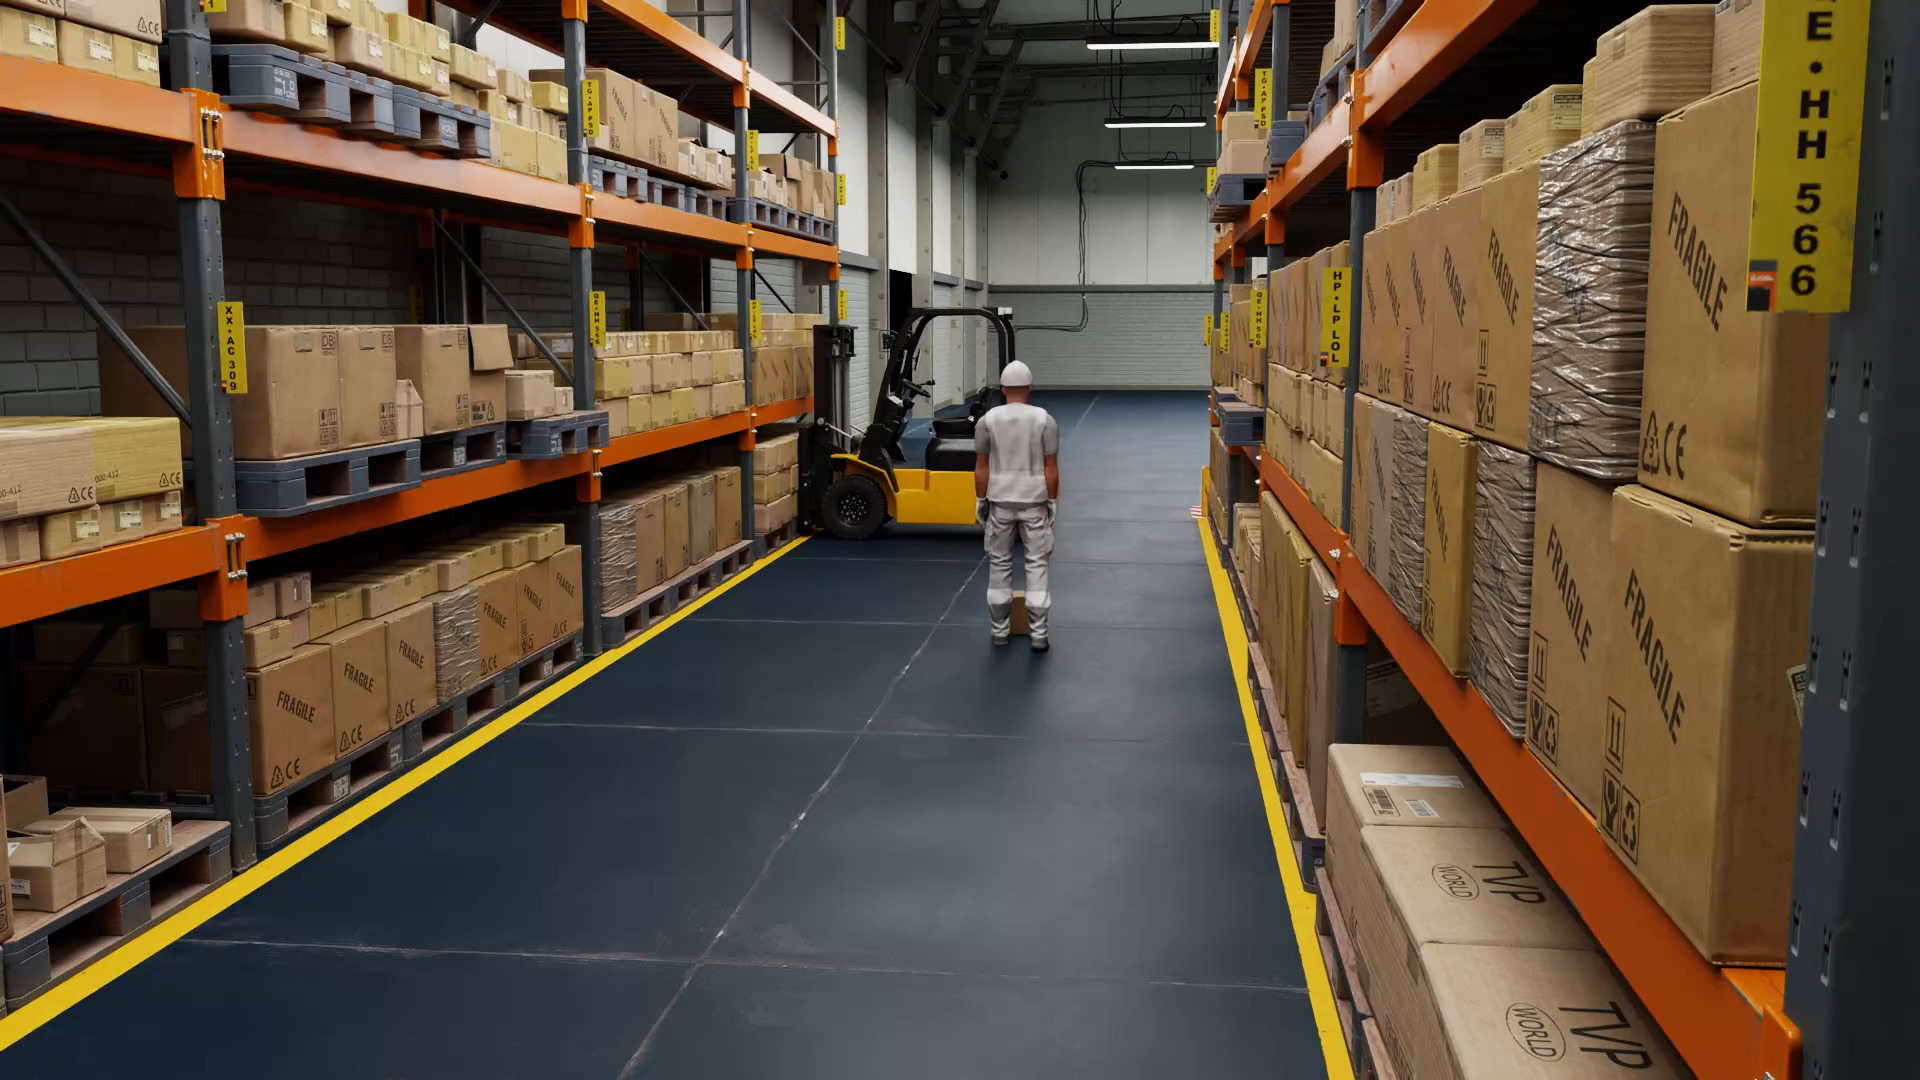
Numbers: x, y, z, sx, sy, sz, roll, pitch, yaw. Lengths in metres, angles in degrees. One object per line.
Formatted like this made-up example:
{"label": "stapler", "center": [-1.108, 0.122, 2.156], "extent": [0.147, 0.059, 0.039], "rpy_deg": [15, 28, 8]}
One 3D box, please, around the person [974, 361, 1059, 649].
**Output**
{"label": "person", "center": [0.358, -0.208, 10.403], "extent": [0.525, 1.818, 0.416], "rpy_deg": [1, 8, 7]}
